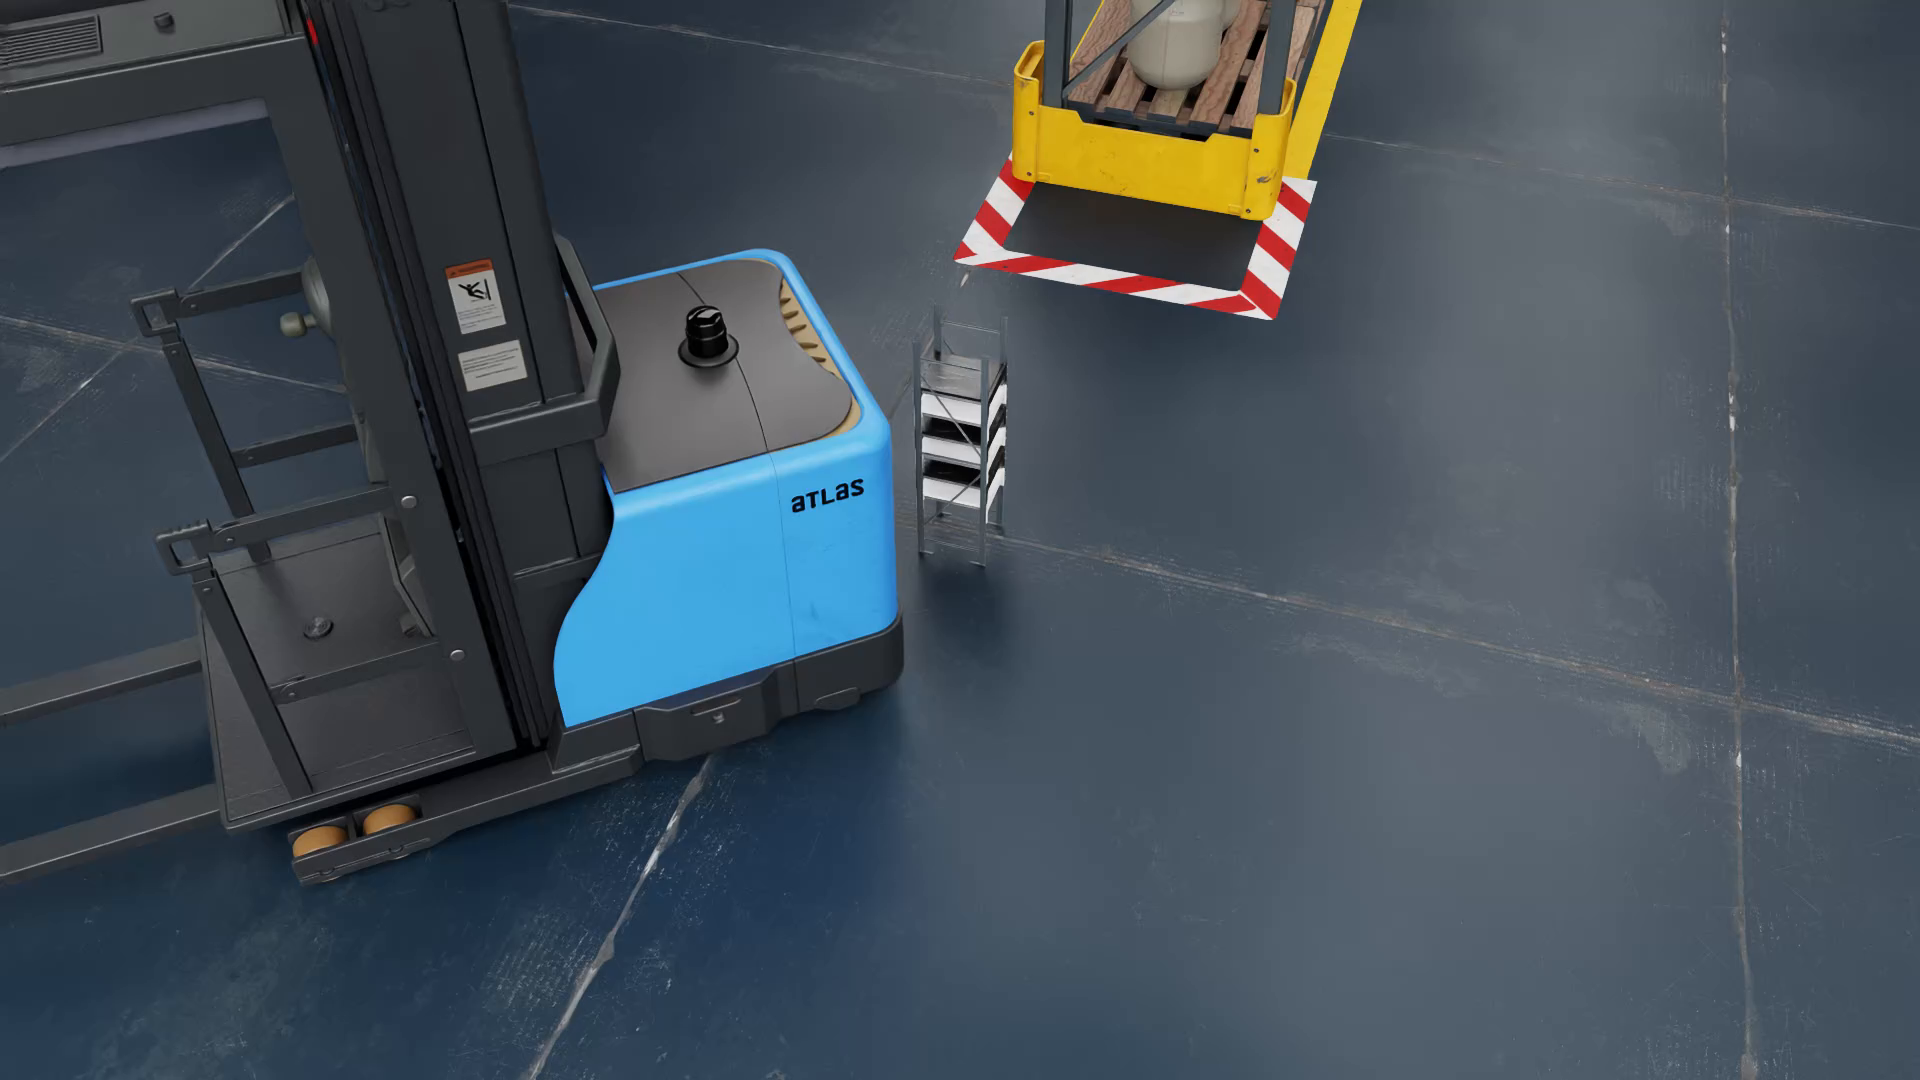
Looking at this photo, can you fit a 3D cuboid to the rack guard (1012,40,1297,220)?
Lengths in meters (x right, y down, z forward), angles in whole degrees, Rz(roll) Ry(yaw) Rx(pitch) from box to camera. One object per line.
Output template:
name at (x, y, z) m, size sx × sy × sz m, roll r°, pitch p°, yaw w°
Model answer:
rack guard at (0.823, -1.780, 7.211) m, size 1.175 × 0.500 × 0.348 m, roll 13°, pitch 46°, yaw 13°

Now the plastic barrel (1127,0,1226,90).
plastic barrel at (0.972, -2.328, 7.463) m, size 0.421 × 0.512 × 0.421 m, roll 0°, pitch 44°, yaw 0°

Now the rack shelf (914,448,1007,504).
rack shelf at (0.002, -0.239, 5.527) m, size 0.258 × 0.077 × 0.200 m, roll 13°, pitch 46°, yaw 12°

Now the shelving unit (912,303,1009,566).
shelving unit at (0.002, -0.327, 5.441) m, size 0.258 × 0.900 × 0.210 m, roll 13°, pitch 46°, yaw 12°

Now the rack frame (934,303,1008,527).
rack frame at (0.033, -0.395, 5.510) m, size 0.240 × 0.900 × 0.006 m, roll 13°, pitch 46°, yaw 12°

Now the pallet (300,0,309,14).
pallet at (-3.683, -3.186, 8.855) m, size 1.003 × 0.211 × 1.213 m, roll 13°, pitch 46°, yaw 13°

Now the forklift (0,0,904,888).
forklift at (-1.743, -0.494, 4.159) m, size 3.031 × 2.935 × 1.130 m, roll -16°, pitch 47°, yaw -16°

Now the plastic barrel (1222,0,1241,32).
plastic barrel at (1.123, -2.662, 7.805) m, size 0.421 × 0.512 × 0.421 m, roll 0°, pitch 44°, yaw 0°

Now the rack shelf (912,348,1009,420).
rack shelf at (0.002, -0.496, 5.275) m, size 0.258 × 0.077 × 0.200 m, roll 13°, pitch 46°, yaw 12°

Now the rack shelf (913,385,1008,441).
rack shelf at (0.002, -0.432, 5.338) m, size 0.258 × 0.077 × 0.200 m, roll 13°, pitch 46°, yaw 12°

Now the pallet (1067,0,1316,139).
pallet at (1.074, -2.217, 7.865) m, size 1.003 × 0.211 × 1.213 m, roll 13°, pitch 46°, yaw 13°

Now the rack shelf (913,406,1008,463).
rack shelf at (0.002, -0.368, 5.401) m, size 0.258 × 0.077 × 0.200 m, roll 13°, pitch 46°, yaw 12°

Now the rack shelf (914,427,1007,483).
rack shelf at (0.002, -0.303, 5.464) m, size 0.258 × 0.077 × 0.200 m, roll 13°, pitch 46°, yaw 12°

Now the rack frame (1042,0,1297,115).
rack frame at (0.845, -2.613, 6.275) m, size 1.000 × 3.000 × 0.127 m, roll 13°, pitch 46°, yaw 13°

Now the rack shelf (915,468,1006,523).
rack shelf at (0.002, -0.175, 5.590) m, size 0.258 × 0.077 × 0.200 m, roll 13°, pitch 46°, yaw 12°

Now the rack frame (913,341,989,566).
rack frame at (-0.028, -0.259, 5.372) m, size 0.240 × 0.900 × 0.006 m, roll 13°, pitch 46°, yaw 12°

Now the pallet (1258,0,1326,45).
pallet at (1.446, -3.027, 8.693) m, size 1.003 × 0.211 × 1.213 m, roll 13°, pitch 46°, yaw 13°
